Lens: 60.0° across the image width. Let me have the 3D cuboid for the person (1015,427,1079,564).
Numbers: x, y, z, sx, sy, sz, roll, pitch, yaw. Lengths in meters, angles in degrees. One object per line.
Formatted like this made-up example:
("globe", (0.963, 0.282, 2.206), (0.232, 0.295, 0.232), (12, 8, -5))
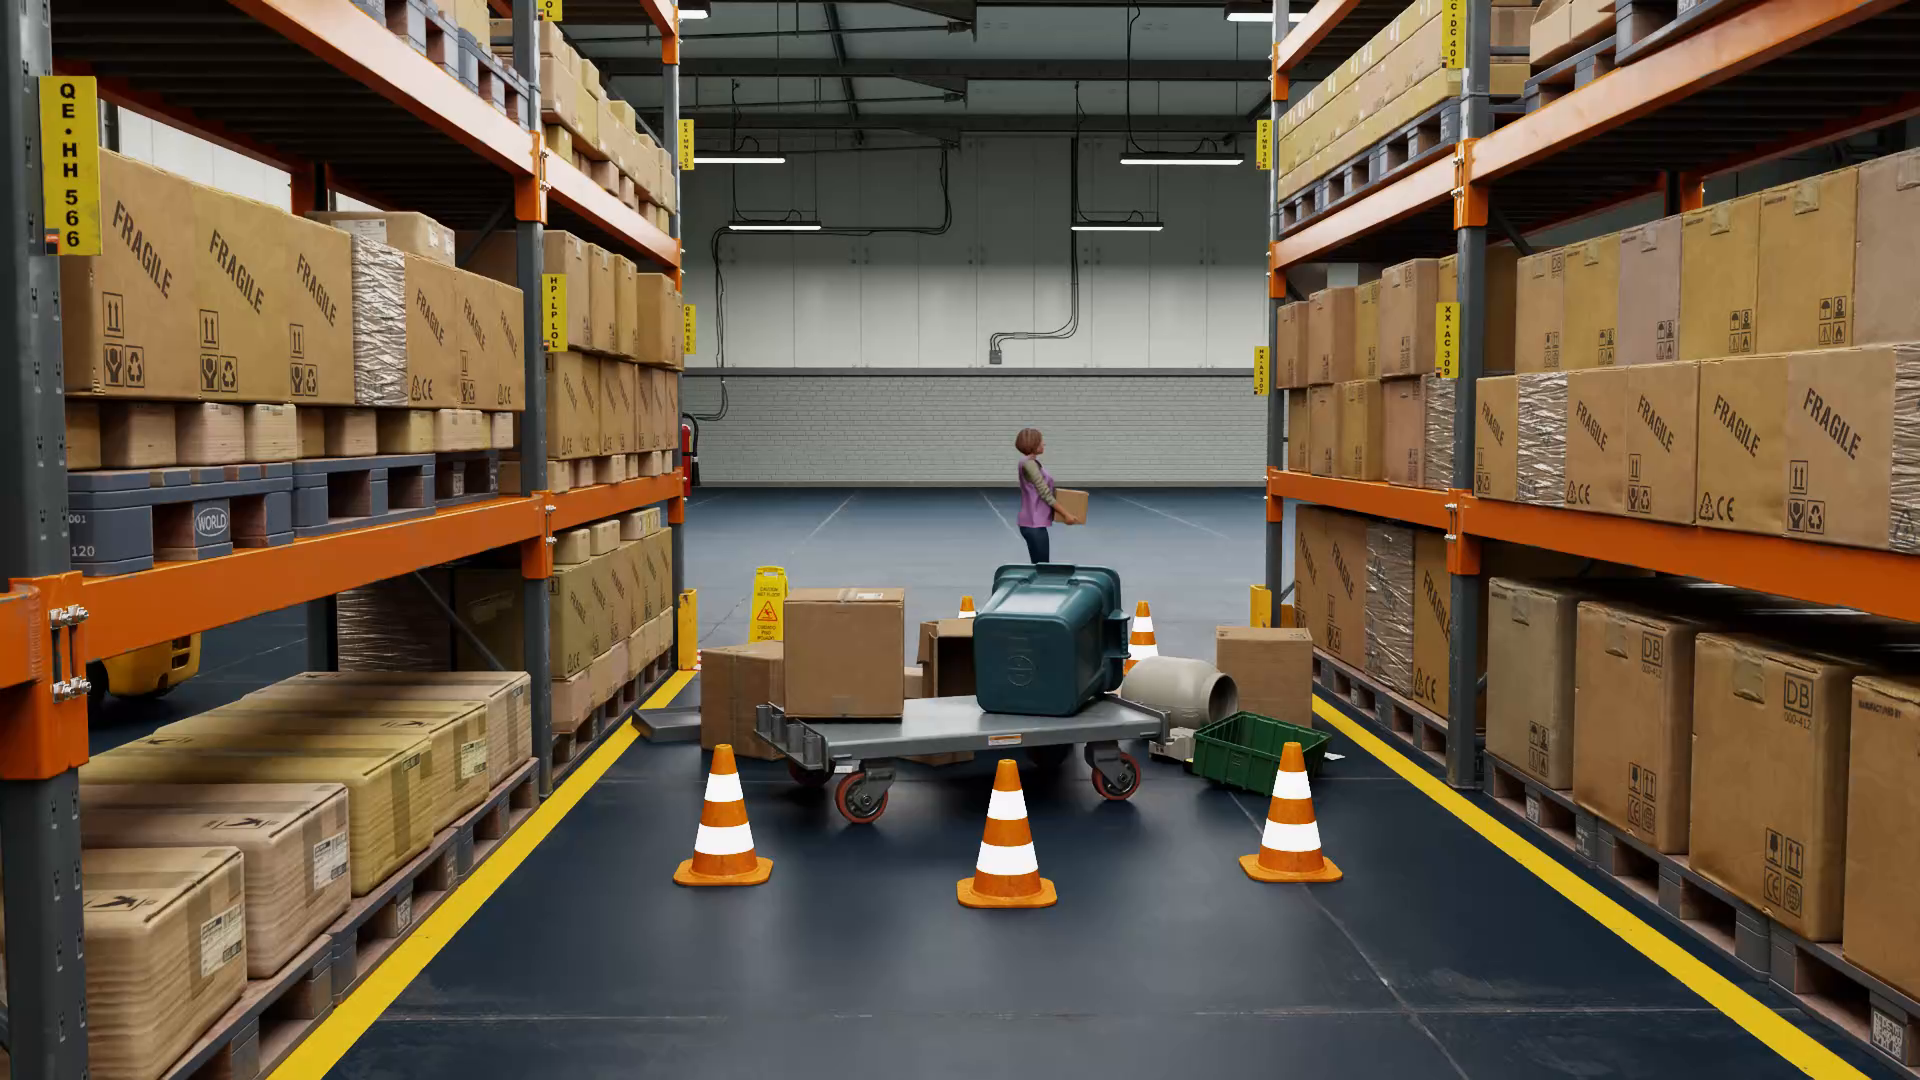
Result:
("person", (0.680, -0.089, 13.061), (0.495, 1.589, 0.405), (0, 4, -1))
